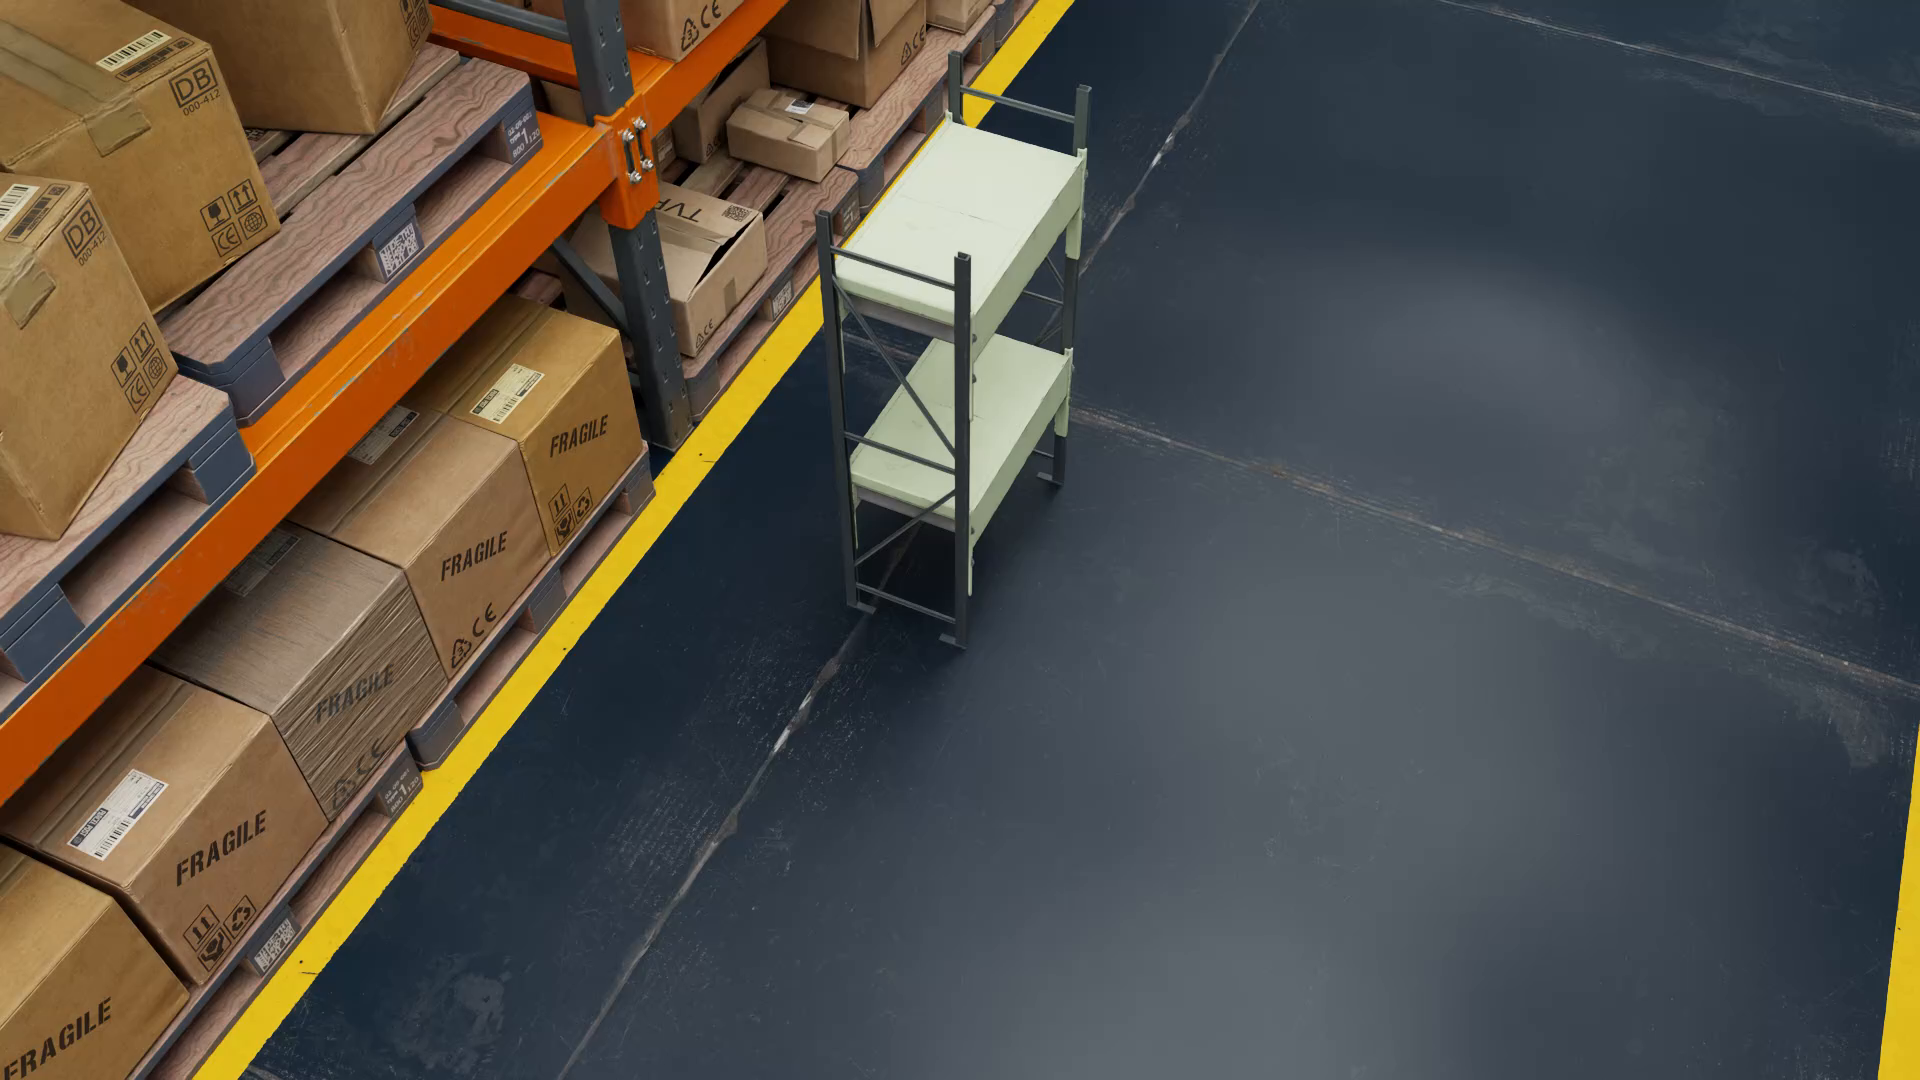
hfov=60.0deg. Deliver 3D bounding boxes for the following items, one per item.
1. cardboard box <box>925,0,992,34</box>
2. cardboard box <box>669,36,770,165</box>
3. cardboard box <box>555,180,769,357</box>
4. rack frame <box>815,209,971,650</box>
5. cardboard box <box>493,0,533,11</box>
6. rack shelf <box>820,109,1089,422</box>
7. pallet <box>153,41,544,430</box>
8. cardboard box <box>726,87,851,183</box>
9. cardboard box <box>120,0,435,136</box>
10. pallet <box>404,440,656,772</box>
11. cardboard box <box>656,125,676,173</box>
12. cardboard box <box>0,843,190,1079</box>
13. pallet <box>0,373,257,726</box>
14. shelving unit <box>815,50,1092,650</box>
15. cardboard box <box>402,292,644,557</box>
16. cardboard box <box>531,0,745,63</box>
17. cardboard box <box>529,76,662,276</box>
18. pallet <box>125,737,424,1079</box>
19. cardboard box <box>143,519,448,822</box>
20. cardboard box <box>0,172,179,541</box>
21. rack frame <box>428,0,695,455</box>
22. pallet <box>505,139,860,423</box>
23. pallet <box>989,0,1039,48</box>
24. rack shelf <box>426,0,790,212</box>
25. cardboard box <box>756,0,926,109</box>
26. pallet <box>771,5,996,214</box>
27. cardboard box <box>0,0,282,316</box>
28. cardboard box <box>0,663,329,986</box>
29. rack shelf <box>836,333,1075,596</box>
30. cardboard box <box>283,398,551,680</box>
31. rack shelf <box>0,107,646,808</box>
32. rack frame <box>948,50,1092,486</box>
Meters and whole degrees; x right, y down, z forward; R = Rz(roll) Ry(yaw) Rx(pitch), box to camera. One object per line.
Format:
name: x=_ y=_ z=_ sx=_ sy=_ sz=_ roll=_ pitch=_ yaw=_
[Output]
cardboard box: x=-0.100 y=-2.366 z=6.810 sx=0.500 sy=0.250 sz=0.500 roll=20 pitch=52 yaw=16
cardboard box: x=-1.059 y=-1.731 z=6.230 sx=0.500 sy=0.311 sz=0.500 roll=20 pitch=52 yaw=16
cardboard box: x=-0.992 y=-0.949 z=5.565 sx=0.500 sy=0.311 sz=0.500 roll=20 pitch=52 yaw=16
rack frame: x=-0.159 y=-0.229 z=4.460 sx=0.400 sy=1.500 sz=0.023 roll=20 pitch=52 yaw=16
cardboard box: x=-1.385 y=-1.919 z=4.848 sx=0.500 sy=0.500 sz=0.500 roll=21 pitch=53 yaw=17
rack shelf: x=-0.003 y=-0.734 z=4.378 sx=0.431 sy=0.370 sz=0.720 roll=20 pitch=52 yaw=16
pallet: x=-1.807 y=-0.882 z=4.157 sx=1.003 sy=0.211 sz=1.213 roll=20 pitch=52 yaw=16
cardboard box: x=-0.631 y=-1.501 z=6.129 sx=0.380 sy=0.166 sz=0.250 roll=20 pitch=52 yaw=16
cardboard box: x=-1.771 y=-1.374 z=4.108 sx=0.700 sy=0.500 sz=0.500 roll=4 pitch=50 yaw=4
pallet: x=-1.680 y=0.017 z=5.097 sx=1.003 sy=0.211 sz=1.213 roll=20 pitch=52 yaw=16
cardboard box: x=-1.274 y=-1.440 z=6.089 sx=0.380 sy=0.149 sz=0.250 roll=20 pitch=52 yaw=16
cardboard box: x=-2.185 y=1.036 z=3.751 sx=0.500 sy=0.500 sz=0.500 roll=19 pitch=52 yaw=16
pallet: x=-2.249 y=0.017 z=3.392 sx=1.003 sy=0.211 sz=1.213 roll=20 pitch=52 yaw=16
shelving unit: x=-0.003 y=-0.481 z=4.675 sx=0.431 sy=1.500 sz=0.755 roll=20 pitch=52 yaw=16
cardboard box: x=-1.318 y=-0.359 z=4.938 sx=0.500 sy=0.500 sz=0.500 roll=20 pitch=52 yaw=16
cardboard box: x=-0.902 y=-1.754 z=4.707 sx=0.500 sy=0.500 sz=0.500 roll=21 pitch=53 yaw=17
cardboard box: x=-1.380 y=-1.276 z=5.719 sx=0.500 sy=0.500 sz=0.500 roll=20 pitch=52 yaw=16
pallet: x=-2.200 y=0.860 z=4.380 sx=1.003 sy=0.211 sz=1.213 roll=20 pitch=52 yaw=16
cardboard box: x=-1.752 y=0.324 z=4.357 sx=0.500 sy=0.500 sz=0.500 roll=20 pitch=53 yaw=17
cardboard box: x=-2.066 y=-0.391 z=3.272 sx=0.700 sy=0.500 sz=0.500 roll=8 pitch=50 yaw=7
rack frame: x=-1.367 y=-1.459 z=4.522 sx=1.000 sy=3.000 sz=0.127 roll=20 pitch=52 yaw=16
pallet: x=-1.072 y=-1.028 z=5.986 sx=1.003 sy=0.211 sz=1.213 roll=20 pitch=52 yaw=16
pallet: x=-0.030 y=-2.708 z=7.416 sx=1.003 sy=0.211 sz=1.213 roll=20 pitch=52 yaw=16
rack shelf: x=-0.512 y=-2.603 z=5.968 sx=1.077 sy=0.370 sz=4.000 roll=20 pitch=52 yaw=16
cardboard box: x=-0.569 y=-2.088 z=6.408 sx=0.797 sy=0.503 sz=0.637 roll=20 pitch=52 yaw=16
pallet: x=-0.552 y=-1.871 z=6.704 sx=1.003 sy=0.211 sz=1.213 roll=20 pitch=52 yaw=16
cardboard box: x=-2.008 y=-0.880 z=3.688 sx=0.700 sy=0.500 sz=0.500 roll=28 pitch=55 yaw=22
cardboard box: x=-1.967 y=0.675 z=4.058 sx=0.500 sy=0.500 sz=0.500 roll=18 pitch=52 yaw=15
rack shelf: x=-0.003 y=-0.270 z=4.923 sx=0.431 sy=0.370 sz=0.720 roll=20 pitch=52 yaw=16
cardboard box: x=-1.537 y=-0.021 z=4.651 sx=0.500 sy=0.500 sz=0.500 roll=20 pitch=52 yaw=16
rack shelf: x=-2.221 y=0.151 z=3.624 sx=1.077 sy=0.370 sz=4.000 roll=20 pitch=52 yaw=16
rack frame: x=0.154 y=-0.733 z=4.889 sx=0.400 sy=1.500 sz=0.023 roll=20 pitch=52 yaw=16
